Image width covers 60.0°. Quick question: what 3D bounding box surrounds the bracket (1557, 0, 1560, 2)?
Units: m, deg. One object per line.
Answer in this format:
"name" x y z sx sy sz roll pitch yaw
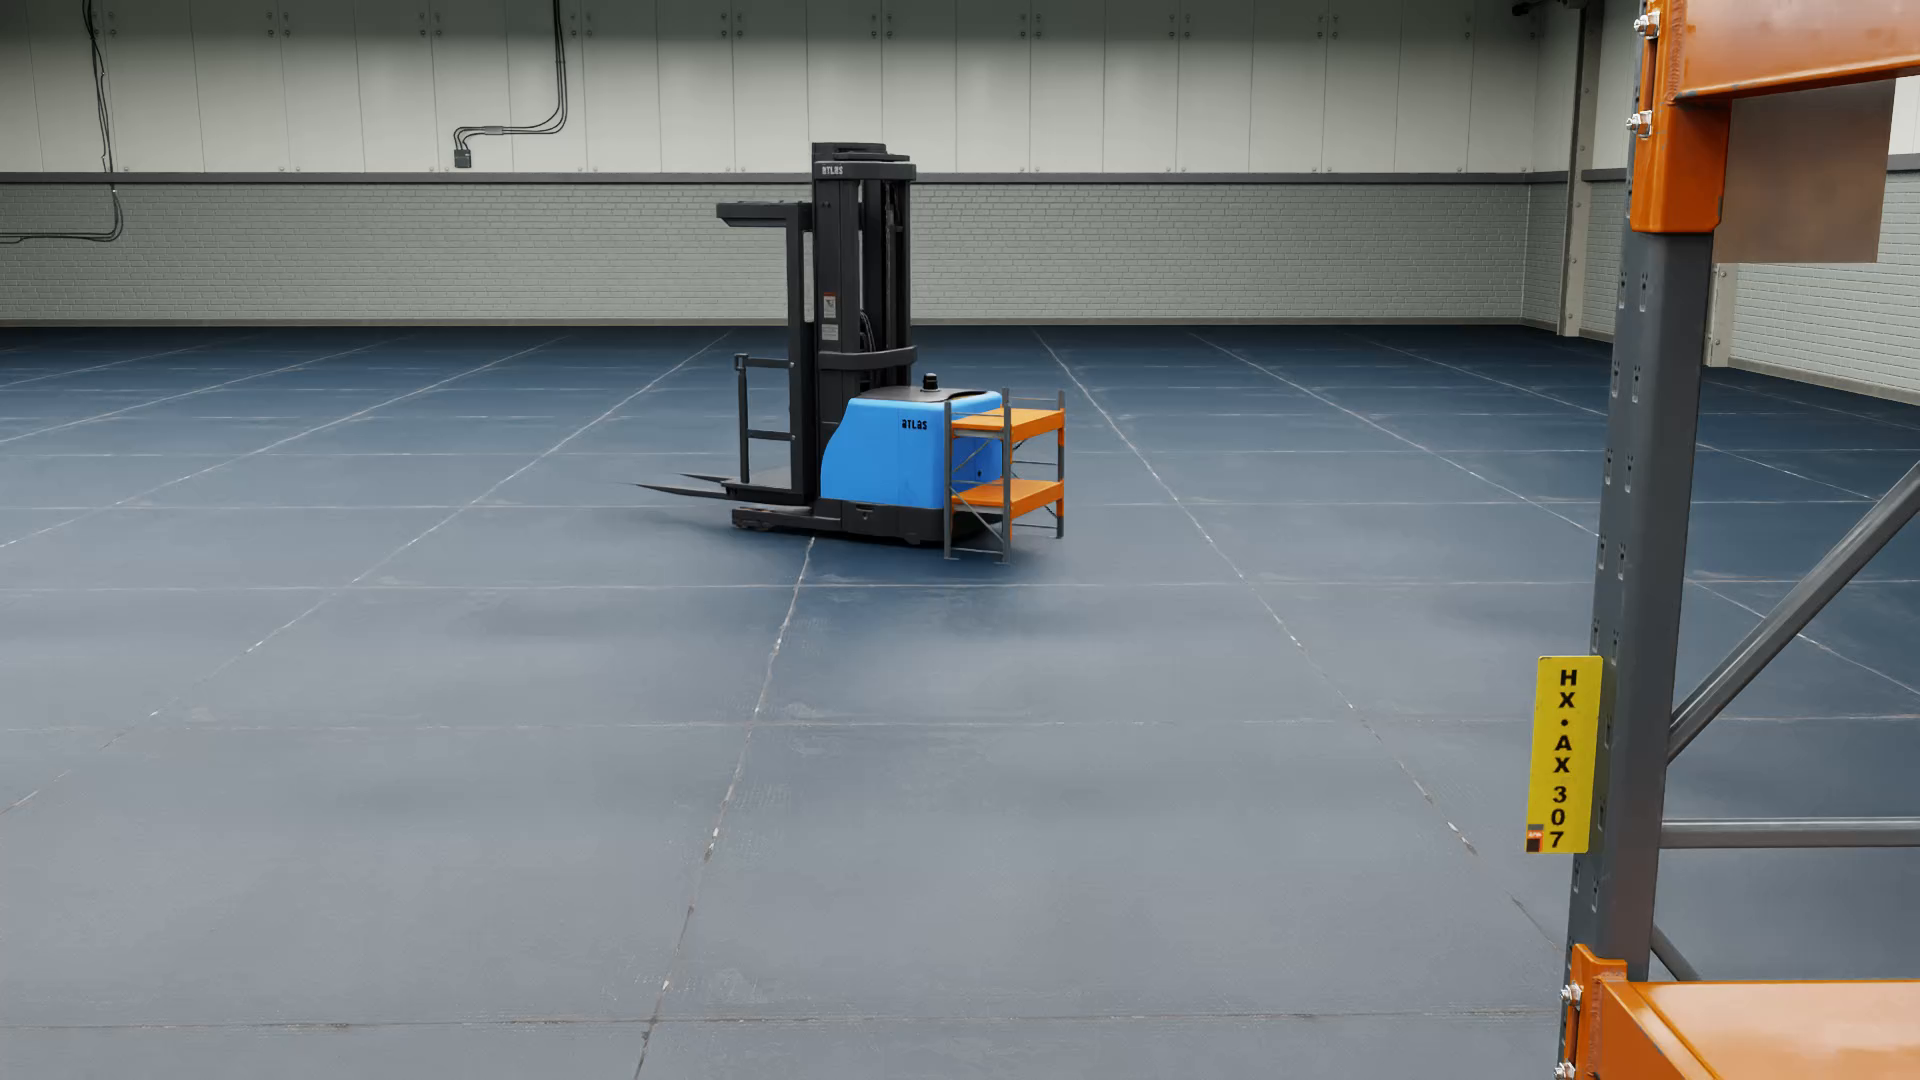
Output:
"bracket" 11.307 -10.178 31.041 0.235 0.232 0.430 0 11 -1

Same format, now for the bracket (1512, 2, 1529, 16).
"bracket" 11.258 -10.649 33.363 0.235 0.232 0.430 0 11 -1

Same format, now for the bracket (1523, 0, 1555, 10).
"bracket" 11.270 -10.532 32.785 0.076 0.066 3.189 0 11 -1

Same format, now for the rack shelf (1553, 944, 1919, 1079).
"rack shelf" 1.548 1.226 0.781 1.077 0.370 4.000 0 11 -1

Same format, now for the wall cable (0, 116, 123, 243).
"wall cable" -18.561 -7.273 33.584 3.097 2.526 0.112 0 11 -1

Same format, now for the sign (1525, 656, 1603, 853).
"sign" 0.956 0.342 2.635 0.100 0.325 0.005 0 11 -1

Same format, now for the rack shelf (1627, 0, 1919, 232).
"rack shelf" 1.548 -0.244 0.483 1.077 0.370 4.000 0 11 -1

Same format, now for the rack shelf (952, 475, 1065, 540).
"rack shelf" 0.337 -0.250 12.192 0.538 0.278 1.000 5 13 25

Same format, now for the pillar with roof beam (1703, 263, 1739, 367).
"pillar with roof beam" 7.491 -7.122 25.034 9.100 9.000 0.400 0 11 -1

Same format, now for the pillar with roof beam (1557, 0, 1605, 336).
"pillar with roof beam" 7.367 -8.315 30.913 9.100 9.000 0.548 0 11 -1

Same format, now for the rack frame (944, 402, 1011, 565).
"rack frame" 0.122 -0.398 11.693 0.500 1.125 0.032 5 13 25

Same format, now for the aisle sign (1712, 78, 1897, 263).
"aisle sign" 1.212 -0.811 2.475 0.394 0.787 0.004 0 11 -1

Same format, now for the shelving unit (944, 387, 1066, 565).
"shelving unit" 0.337 -0.490 12.144 0.538 1.125 1.048 5 13 25

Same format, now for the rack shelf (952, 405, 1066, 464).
"rack shelf" 0.337 -0.777 12.086 0.538 0.278 1.000 5 13 25

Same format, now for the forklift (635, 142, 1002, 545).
"forklift" -1.198 -1.586 13.006 3.031 2.935 1.130 6 13 29

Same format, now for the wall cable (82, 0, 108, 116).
"wall cable" -15.857 -9.759 33.137 3.097 2.526 0.112 0 11 -1

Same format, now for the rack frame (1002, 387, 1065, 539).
"rack frame" 0.553 -0.581 12.595 0.500 1.125 0.032 5 13 25

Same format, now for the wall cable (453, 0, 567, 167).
"wall cable" -9.070 -10.497 33.114 2.305 6.003 0.169 0 11 -1
